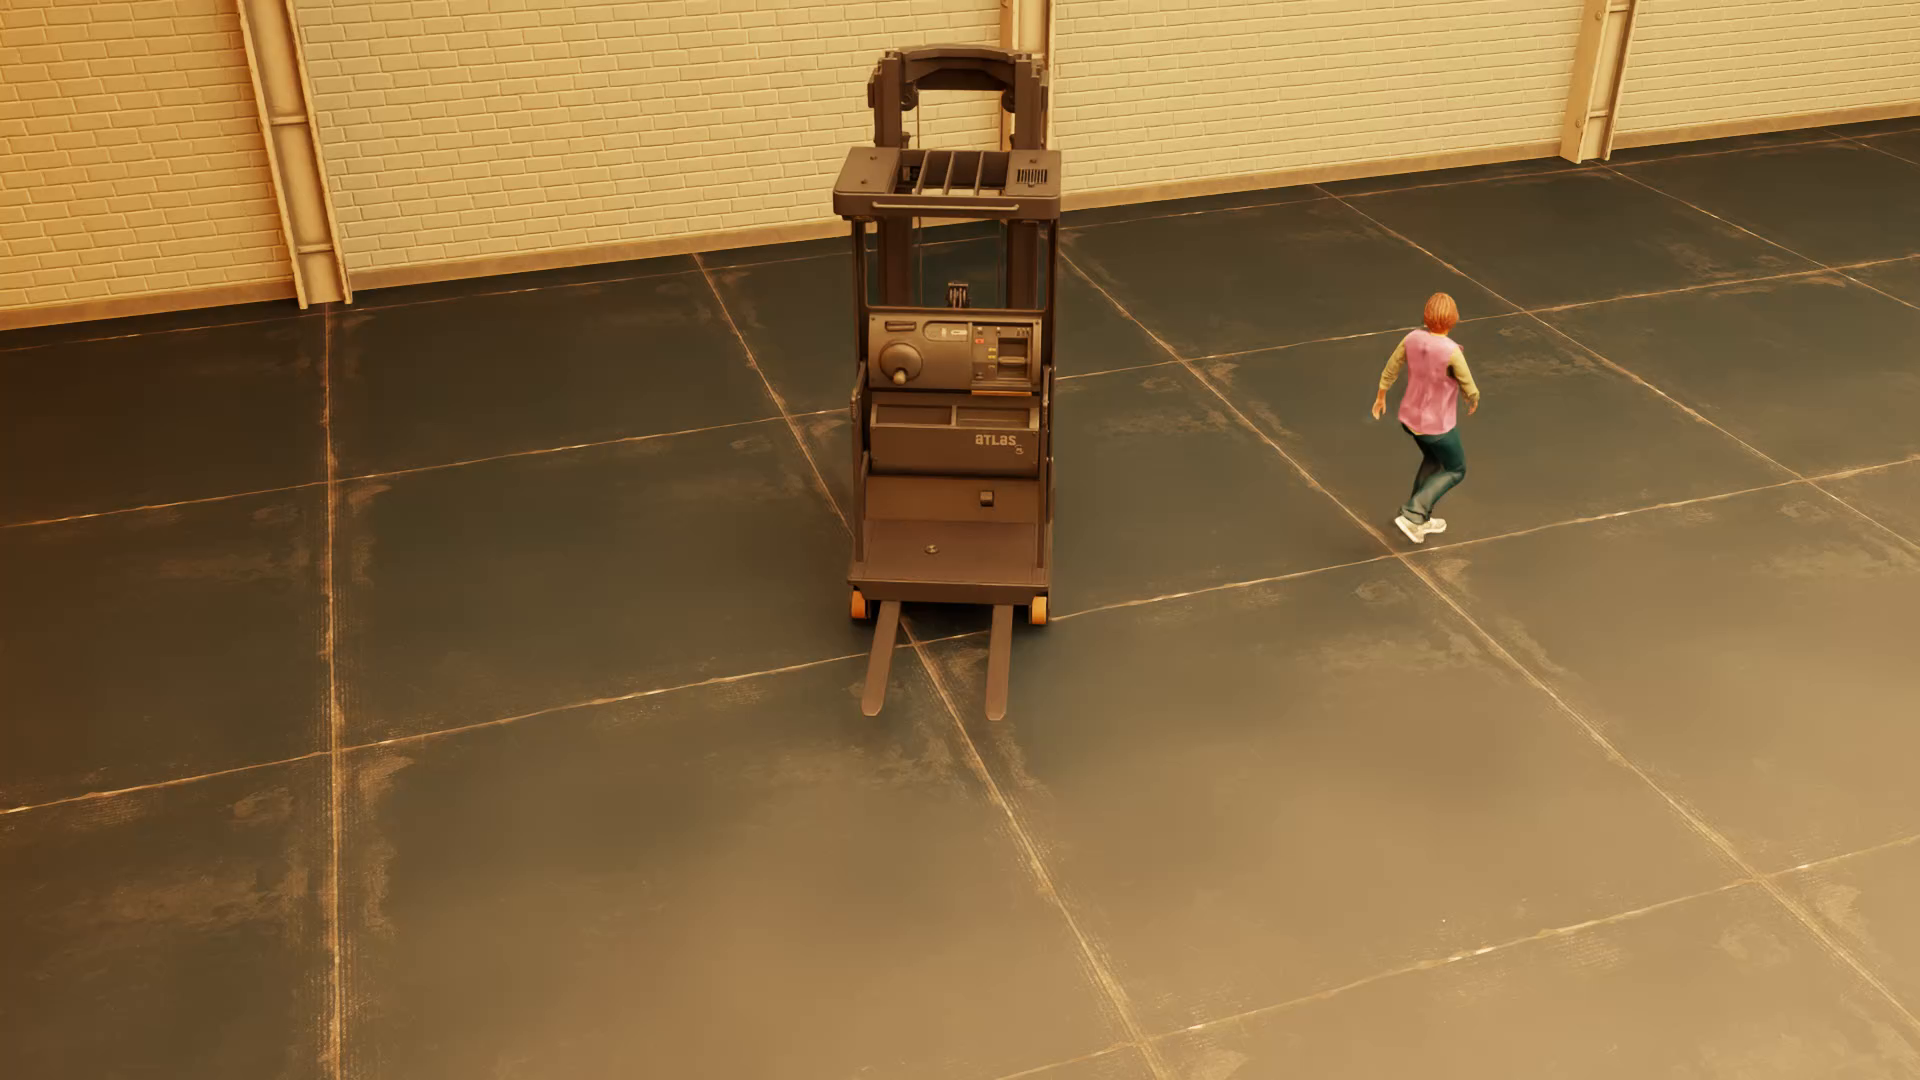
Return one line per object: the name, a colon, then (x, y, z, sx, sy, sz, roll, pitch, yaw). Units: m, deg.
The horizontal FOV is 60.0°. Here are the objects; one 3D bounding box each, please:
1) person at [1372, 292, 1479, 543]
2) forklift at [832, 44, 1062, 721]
person: (2.739, -0.713, 9.728, 0.533, 1.547, 0.595, -14, 33, -23)
forklift: (-0.039, -0.967, 8.767, 1.130, 2.935, 3.031, 2, 30, 3)
